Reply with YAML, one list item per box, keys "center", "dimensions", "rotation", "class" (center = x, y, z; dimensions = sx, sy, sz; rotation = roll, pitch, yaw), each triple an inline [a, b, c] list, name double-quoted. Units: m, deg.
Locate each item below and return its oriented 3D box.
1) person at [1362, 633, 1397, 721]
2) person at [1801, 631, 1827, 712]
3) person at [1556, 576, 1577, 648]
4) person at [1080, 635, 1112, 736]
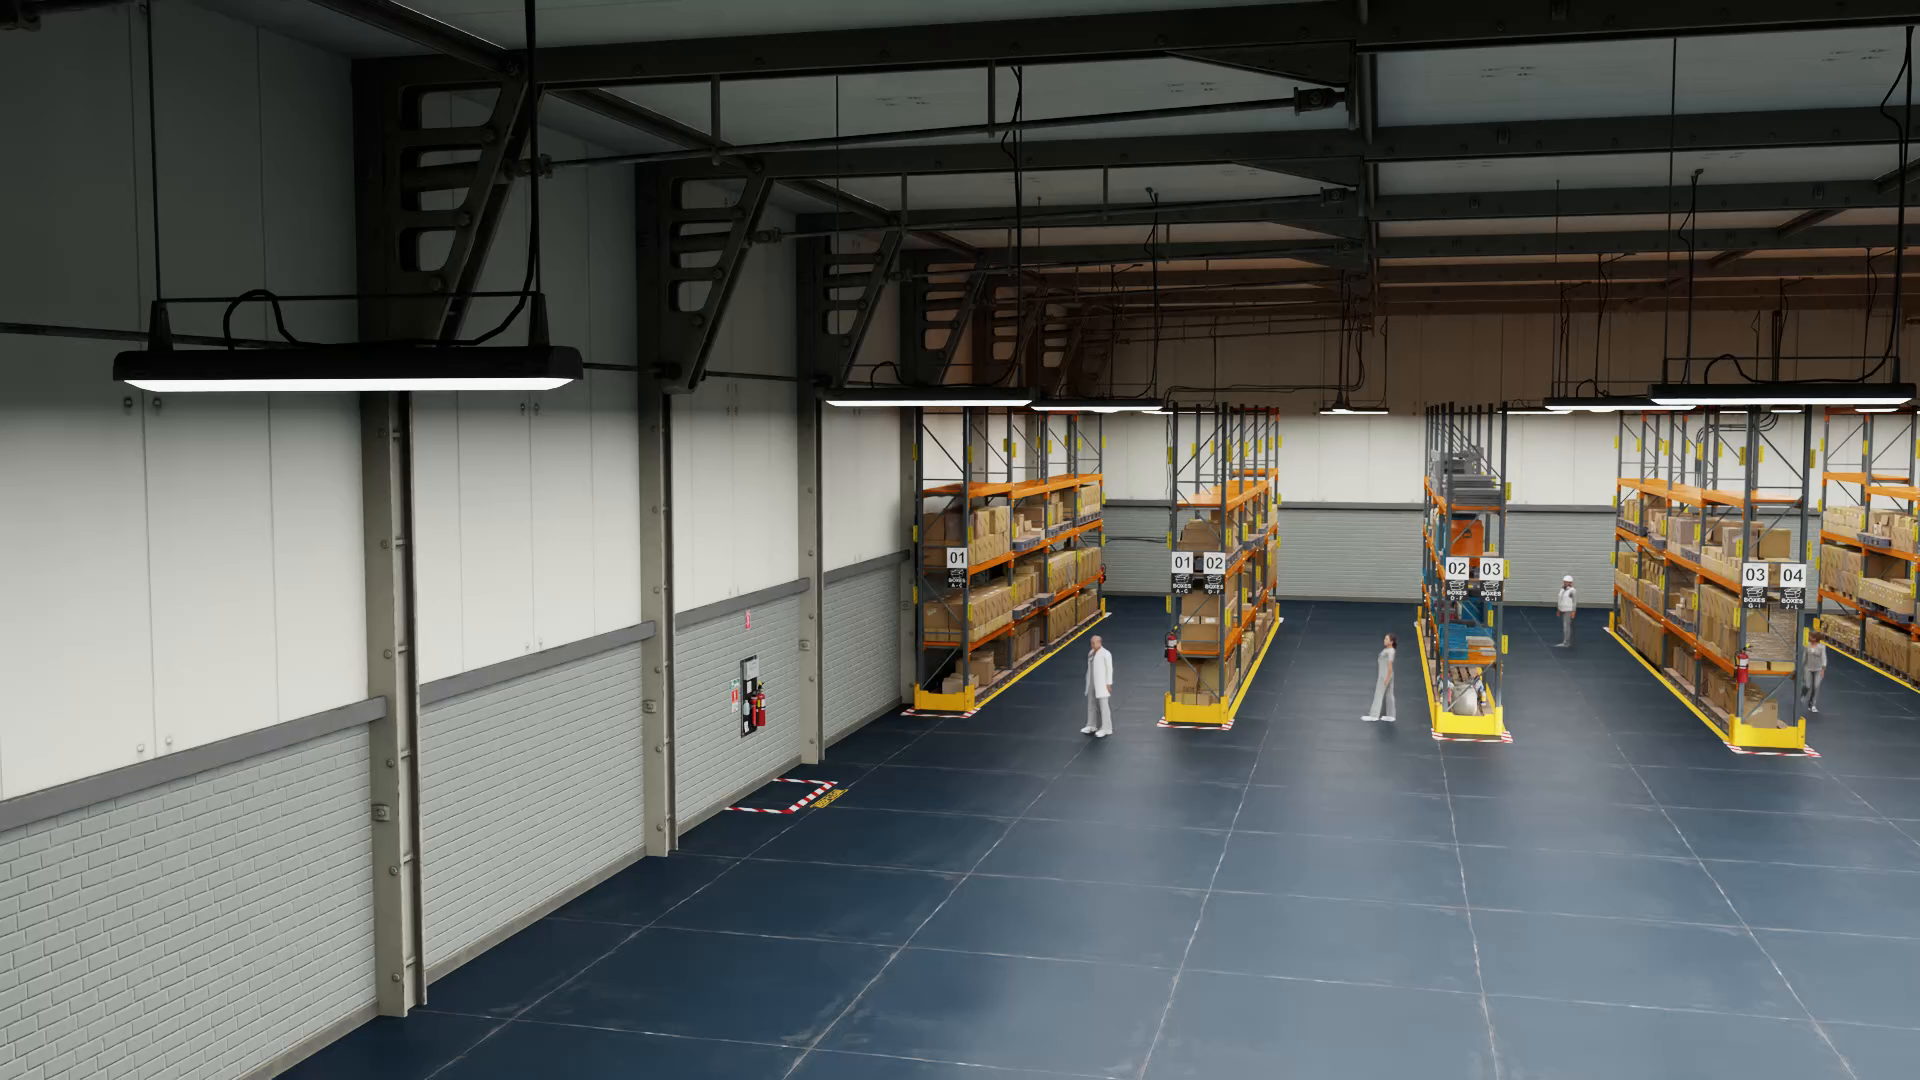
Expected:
- center: [7.911, 2.574, 31.317]
  dimensions: [0.617, 1.665, 0.457]
  rotation: [2, 5, 25]
  class: "person"
- center: [16.592, 2.545, 32.363]
  dimensions: [0.410, 1.572, 0.533]
  rotation: [1, 4, 9]
  class: "person"
- center: [15.087, 1.774, 41.501]
  dimensions: [0.504, 1.770, 0.554]
  rotation: [0, 4, -2]
  class: "person"
- center: [2.439, 2.702, 30.028]
  dimensions: [0.433, 1.590, 0.640]
  rotation: [-3, 5, -37]
  class: "person"
